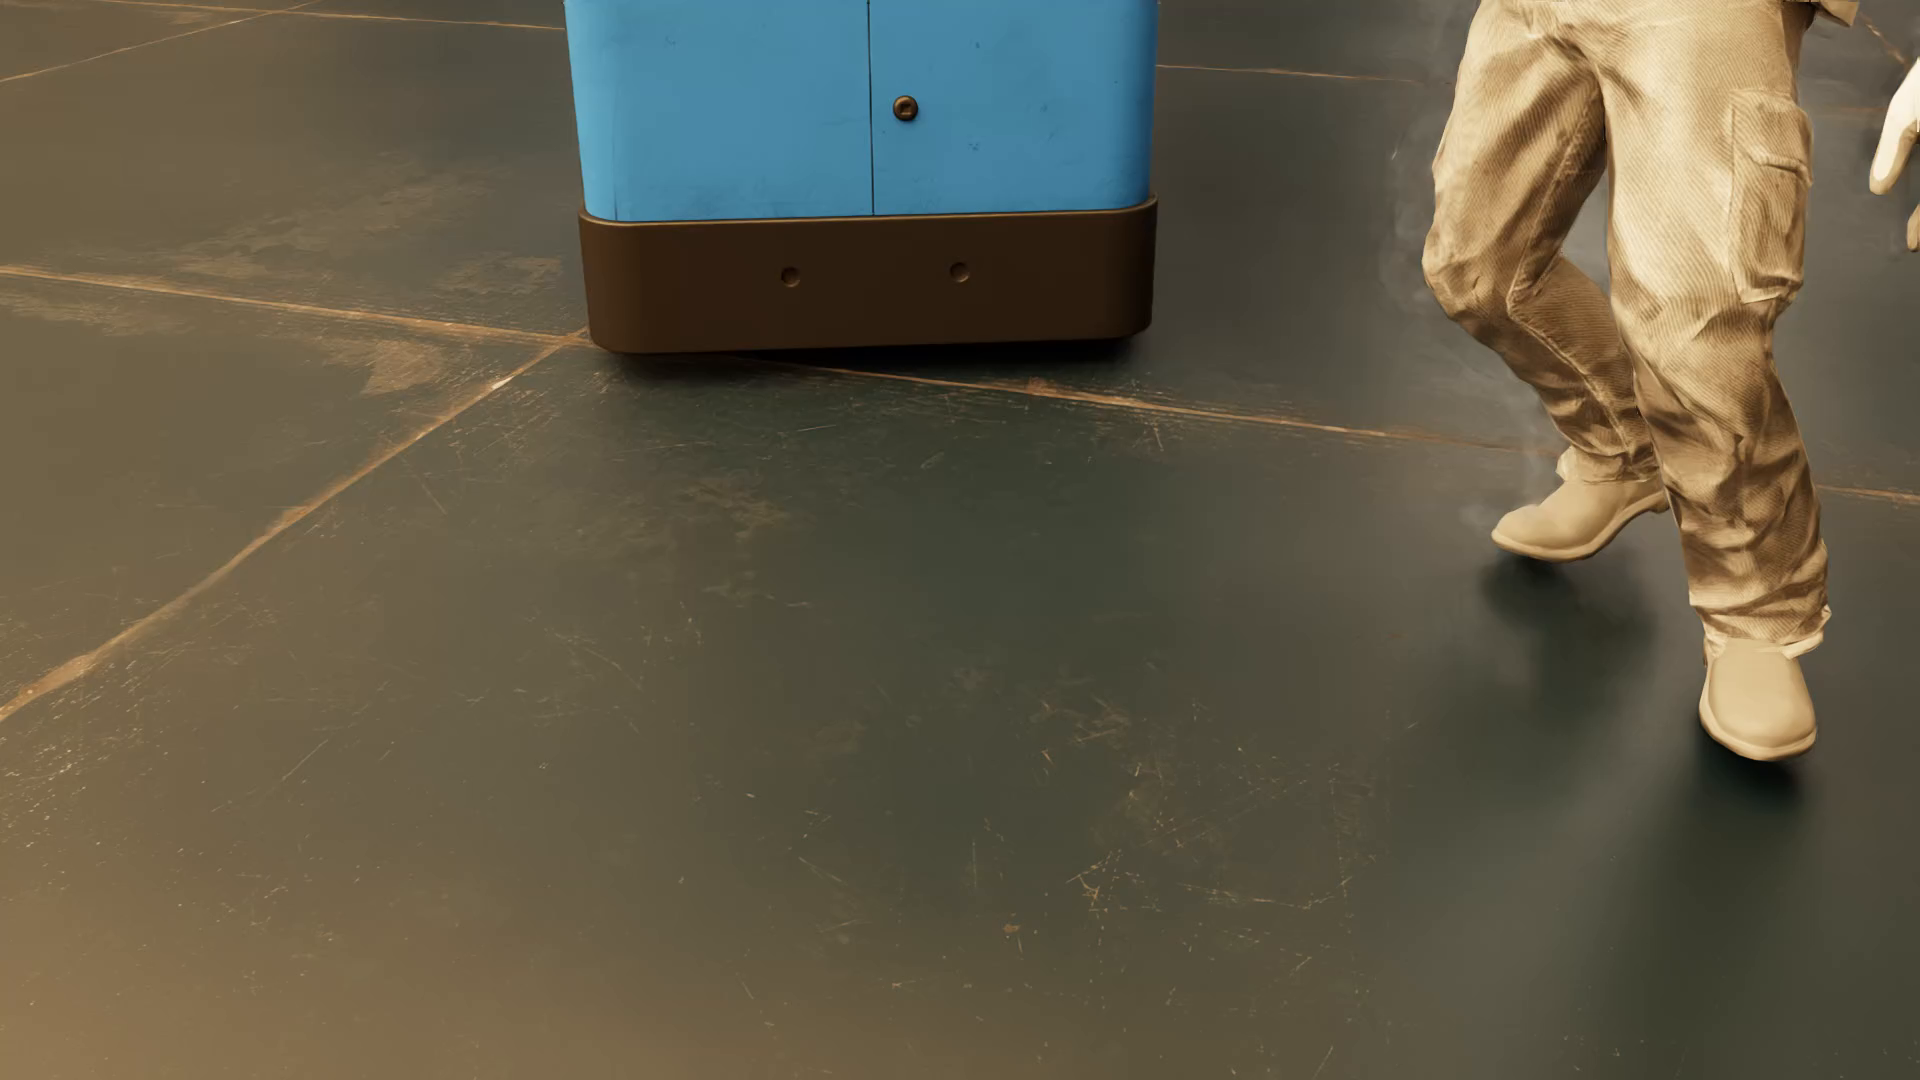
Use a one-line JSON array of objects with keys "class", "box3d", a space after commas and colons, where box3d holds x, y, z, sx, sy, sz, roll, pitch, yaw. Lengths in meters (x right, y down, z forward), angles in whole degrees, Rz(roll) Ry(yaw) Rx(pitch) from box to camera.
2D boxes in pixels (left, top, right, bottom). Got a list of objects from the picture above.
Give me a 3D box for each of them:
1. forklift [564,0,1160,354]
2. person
[{"class": "forklift", "box3d": [-0.291, -2.279, 3.742, 1.130, 2.935, 3.031, -2, 27, -5]}, {"class": "person", "box3d": [0.860, -0.684, 1.918, 0.496, 1.699, 0.913, -8, 28, -15]}]
